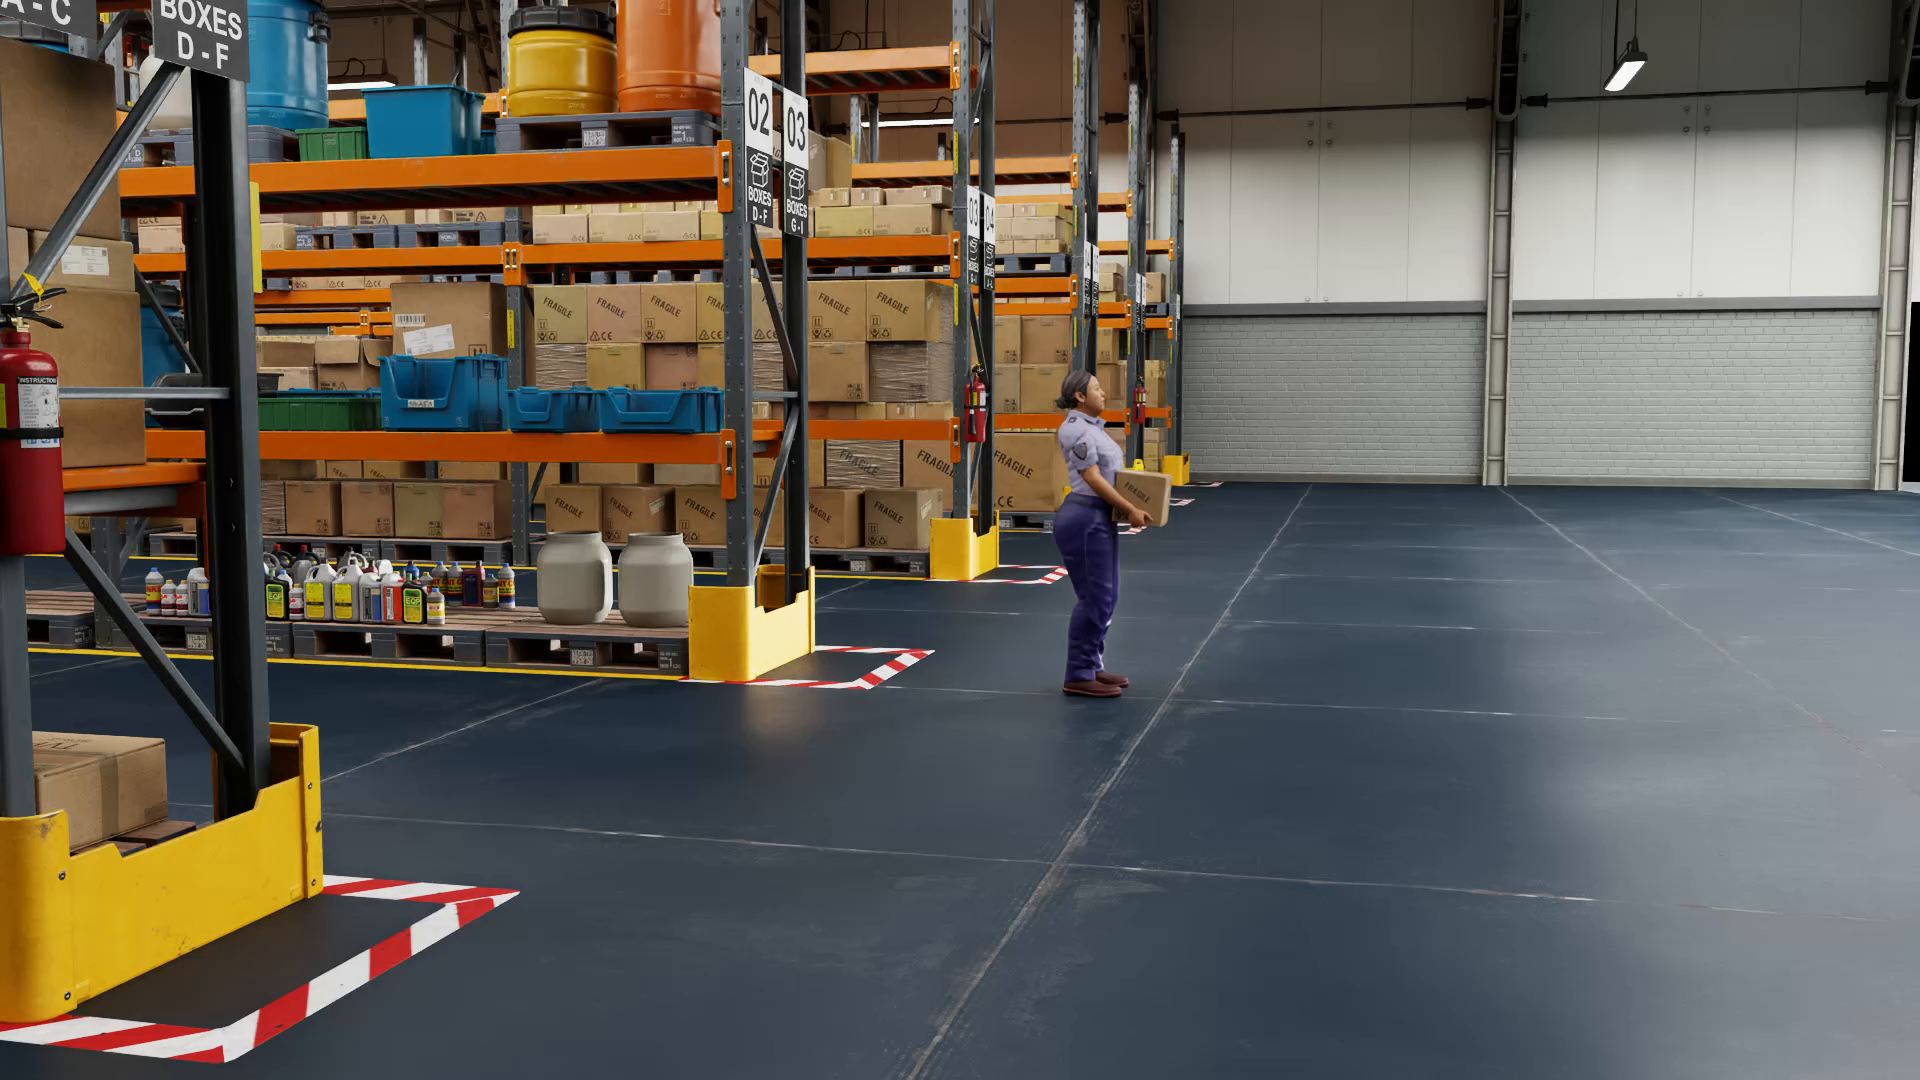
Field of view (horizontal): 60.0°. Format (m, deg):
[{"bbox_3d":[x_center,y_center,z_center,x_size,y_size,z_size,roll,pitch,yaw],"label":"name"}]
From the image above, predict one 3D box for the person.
[{"bbox_3d":[0.740,-0.042,8.423,0.516,1.634,0.452,1,5,14],"label":"person"}]
